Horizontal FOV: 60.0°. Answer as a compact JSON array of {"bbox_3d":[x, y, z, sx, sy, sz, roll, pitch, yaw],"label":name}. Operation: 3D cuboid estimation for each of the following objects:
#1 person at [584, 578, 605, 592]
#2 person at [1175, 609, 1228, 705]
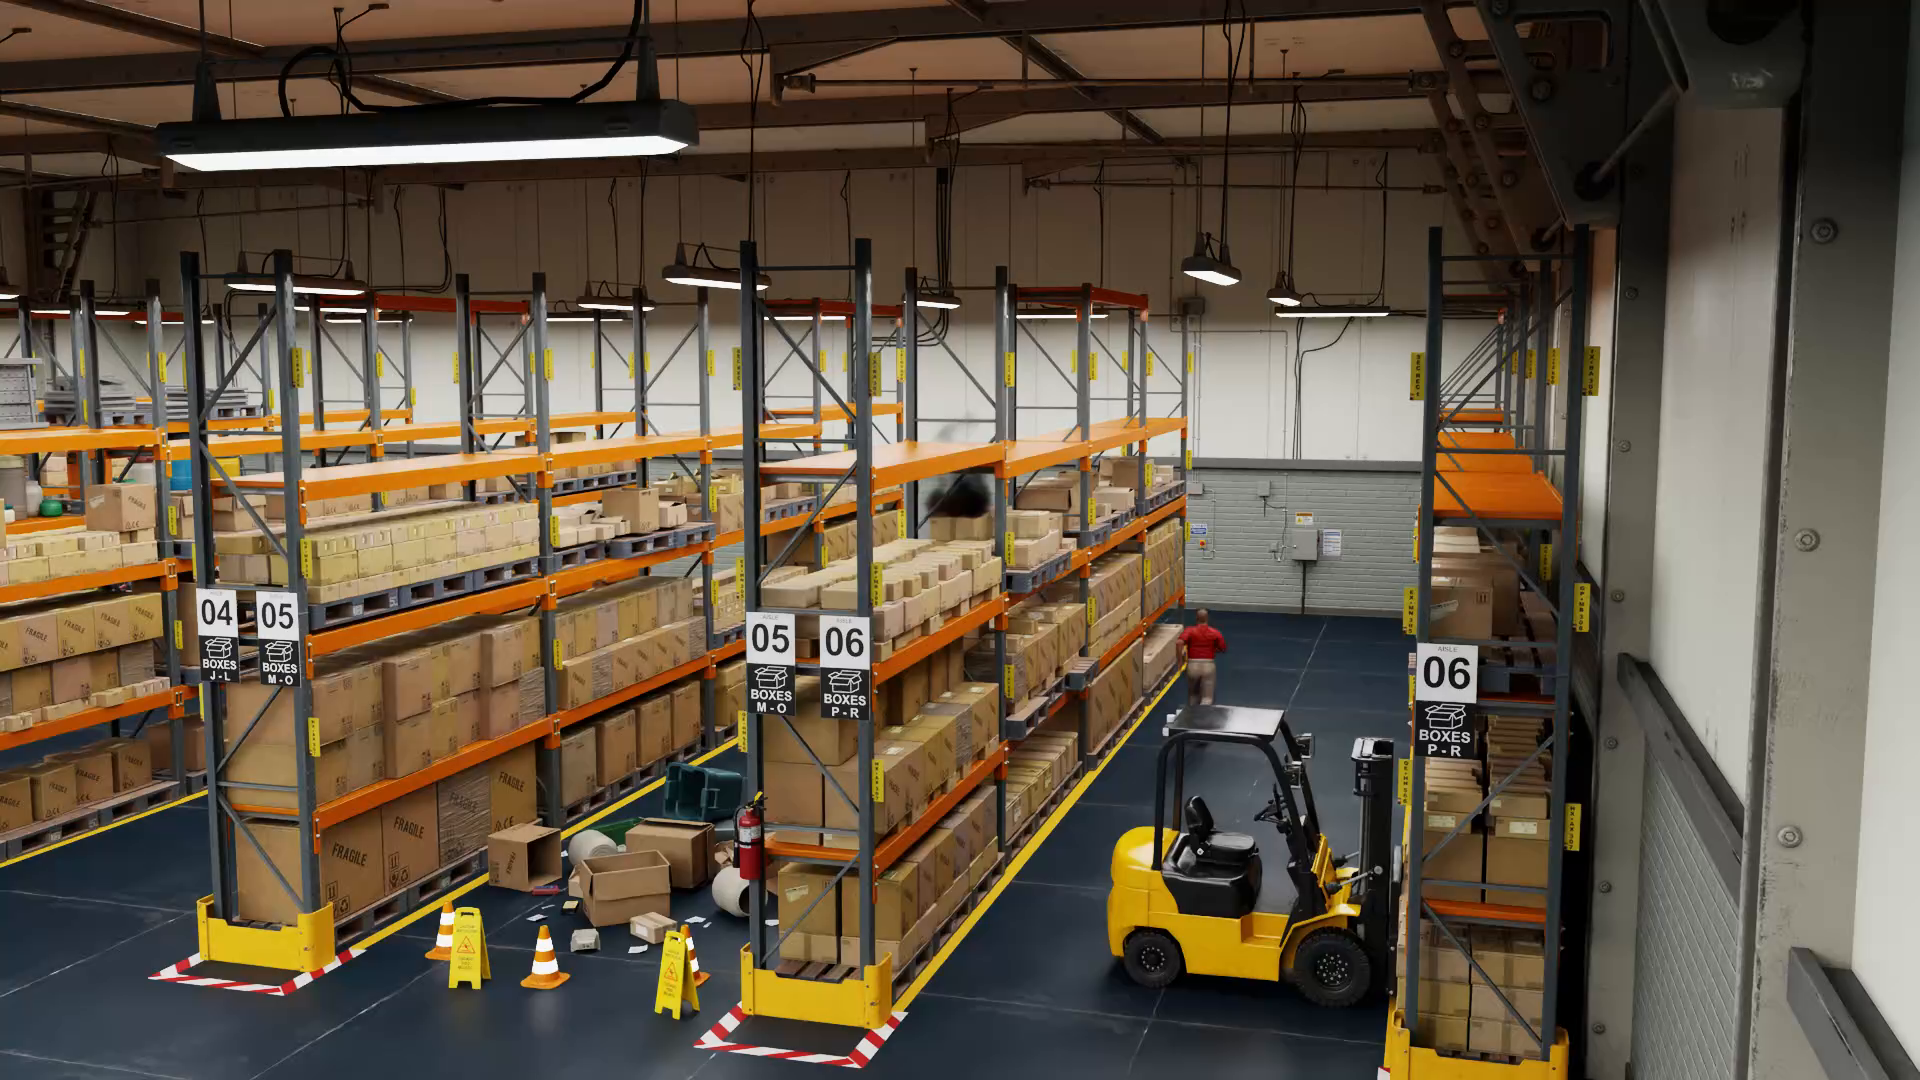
[{"bbox_3d":[-5.710,1.387,26.064,0.695,1.735,0.546,1,6,8],"label":"person"},{"bbox_3d":[3.233,1.816,22.276,0.664,1.792,0.848,2,7,15],"label":"person"}]
